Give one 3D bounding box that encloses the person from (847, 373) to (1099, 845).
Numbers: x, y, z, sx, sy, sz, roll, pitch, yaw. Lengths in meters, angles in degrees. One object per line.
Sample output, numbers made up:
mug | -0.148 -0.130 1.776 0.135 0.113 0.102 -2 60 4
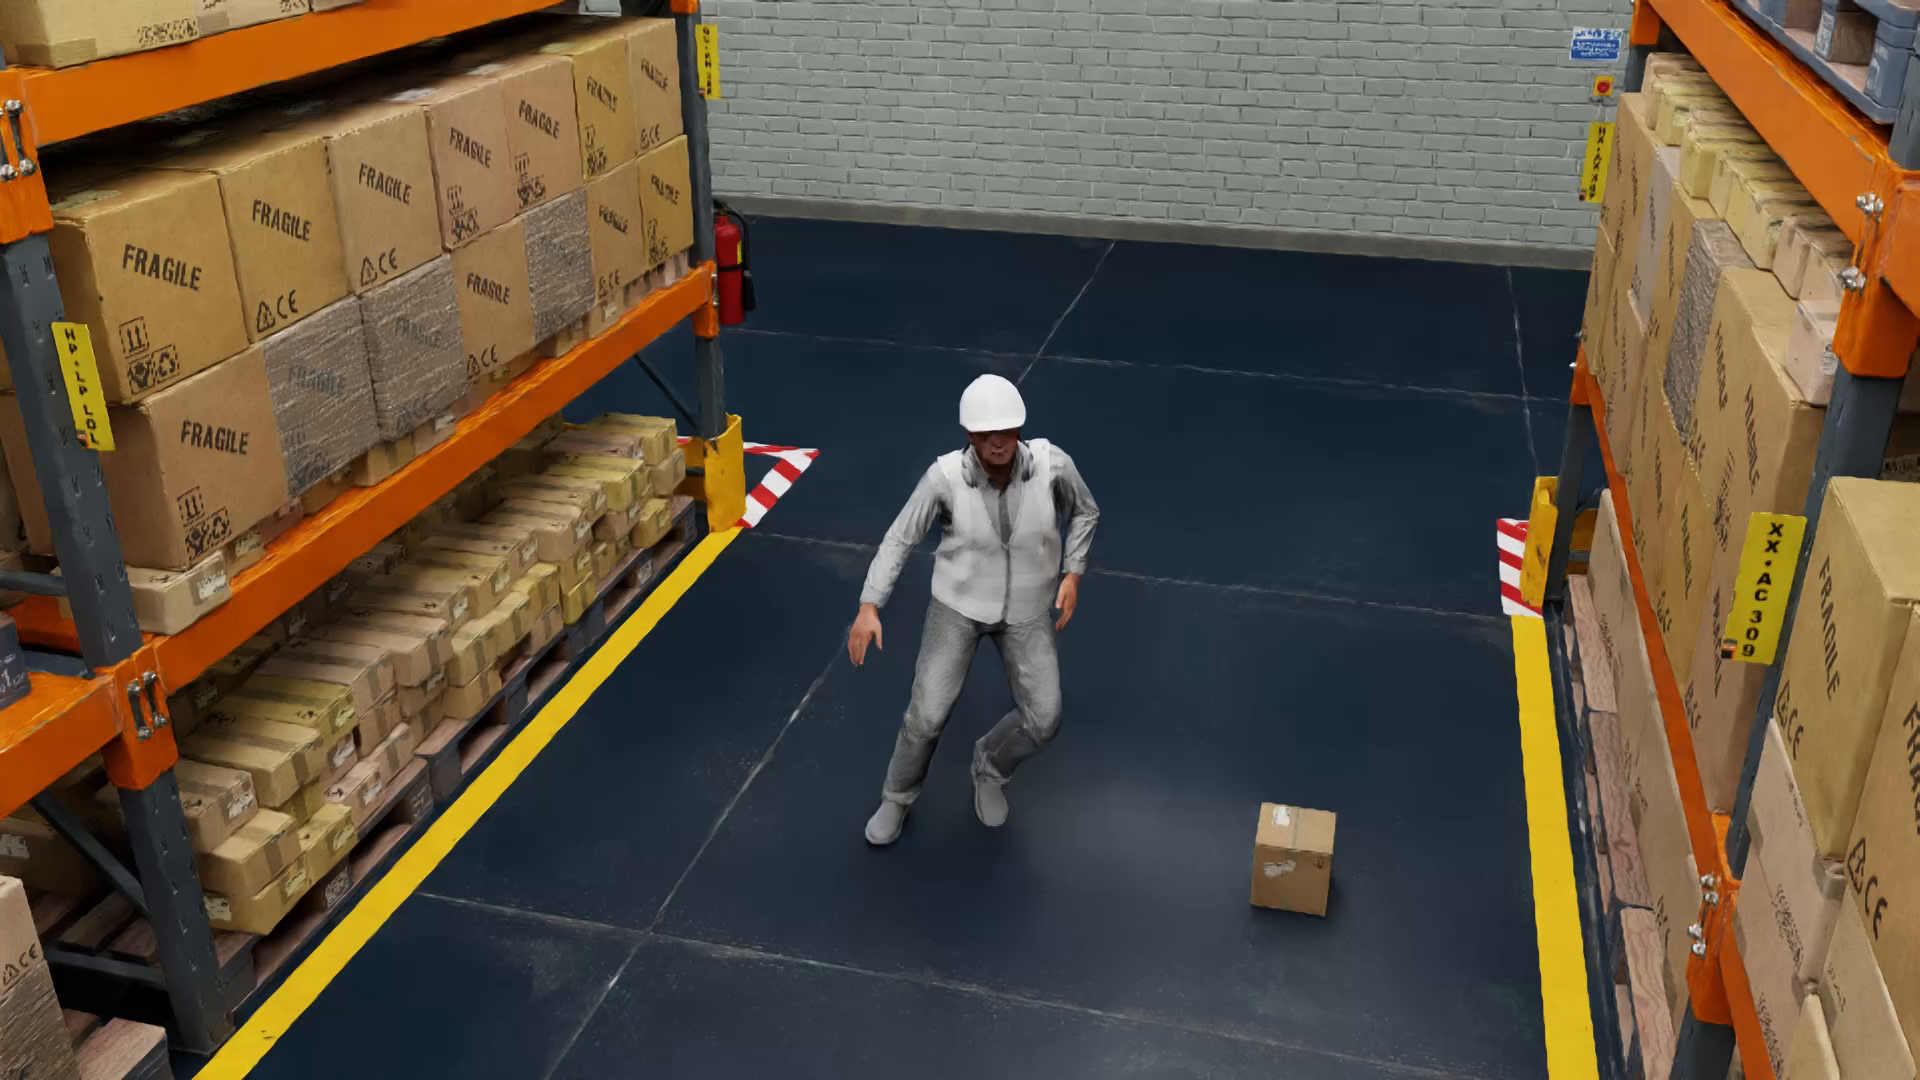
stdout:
person | 0.044 0.241 5.718 0.911 1.710 0.517 -6 26 -12
